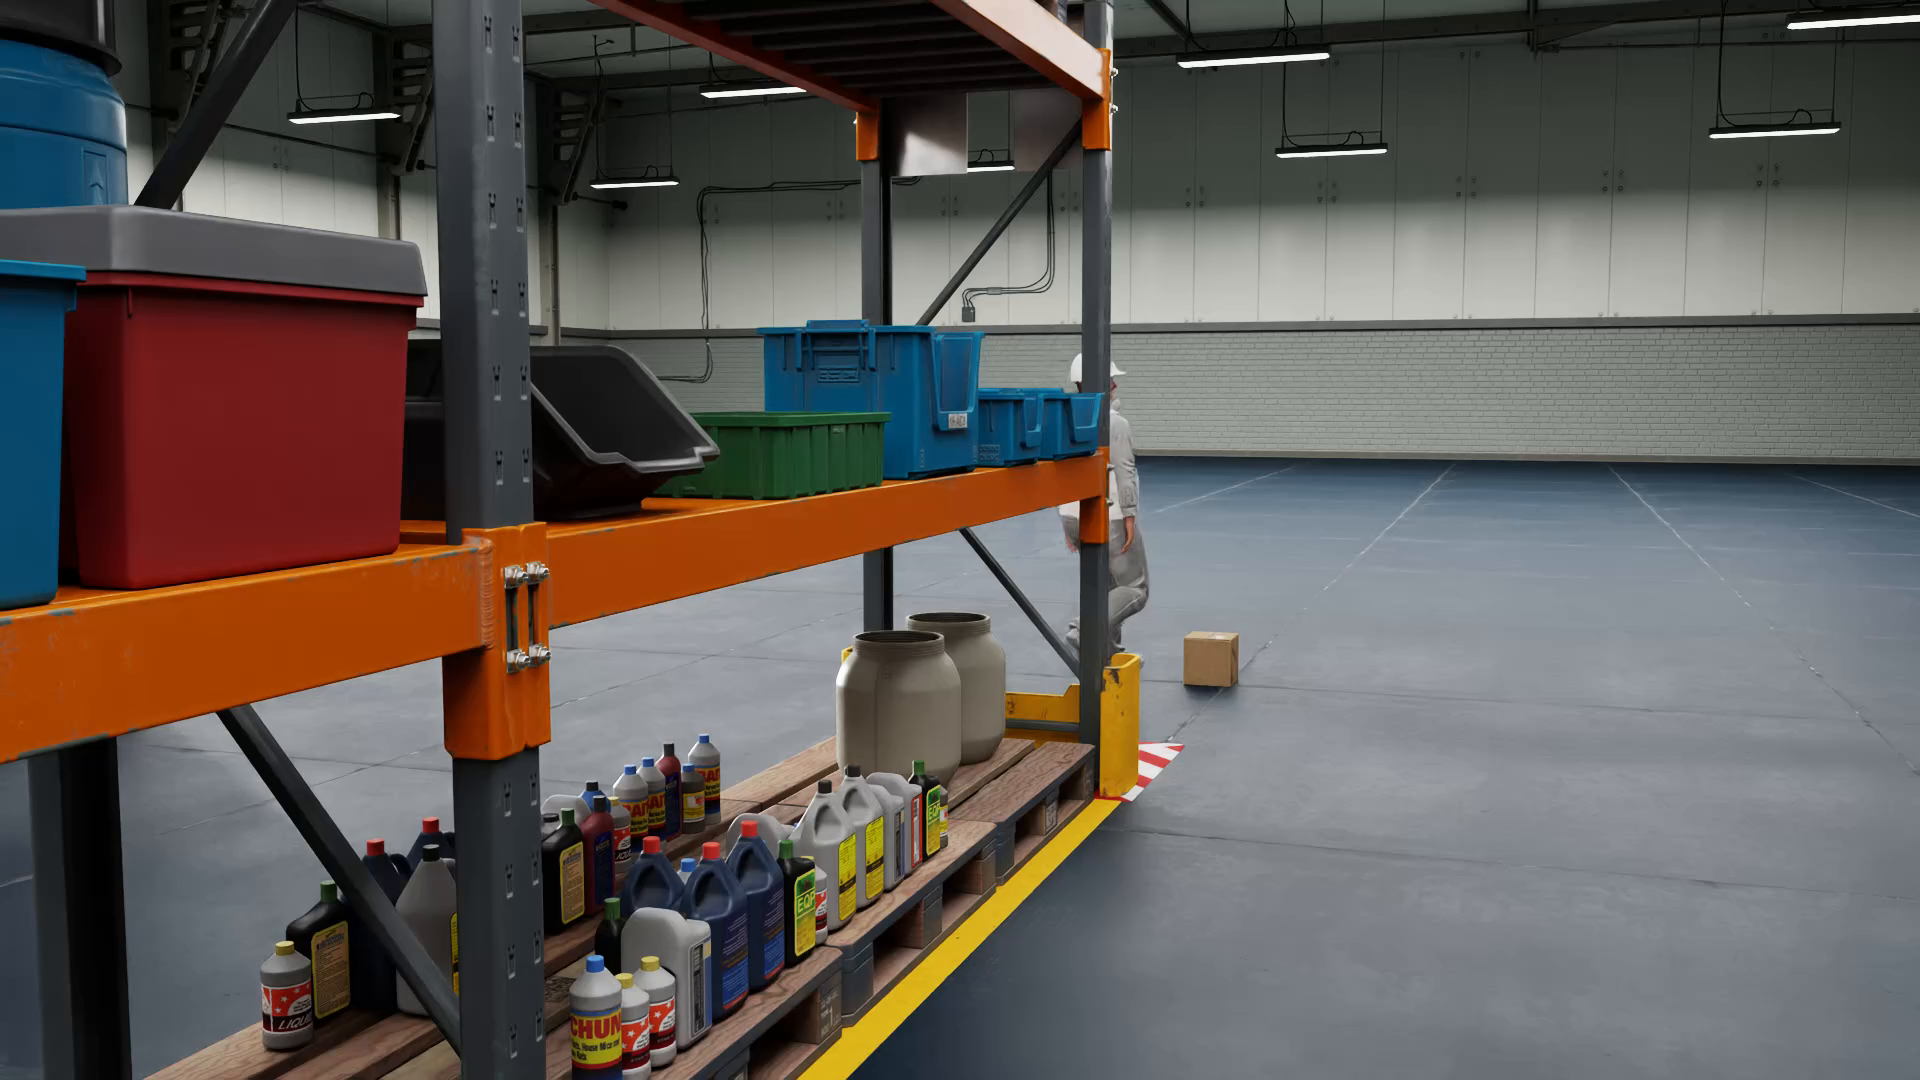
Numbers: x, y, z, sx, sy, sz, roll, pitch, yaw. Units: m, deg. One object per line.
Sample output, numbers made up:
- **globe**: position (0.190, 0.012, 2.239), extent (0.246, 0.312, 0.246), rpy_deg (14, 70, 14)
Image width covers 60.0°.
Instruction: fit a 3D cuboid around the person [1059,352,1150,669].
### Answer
- **person**: position (0.762, -0.124, 8.786), extent (0.753, 1.750, 0.549), rpy_deg (-4, 7, -40)
